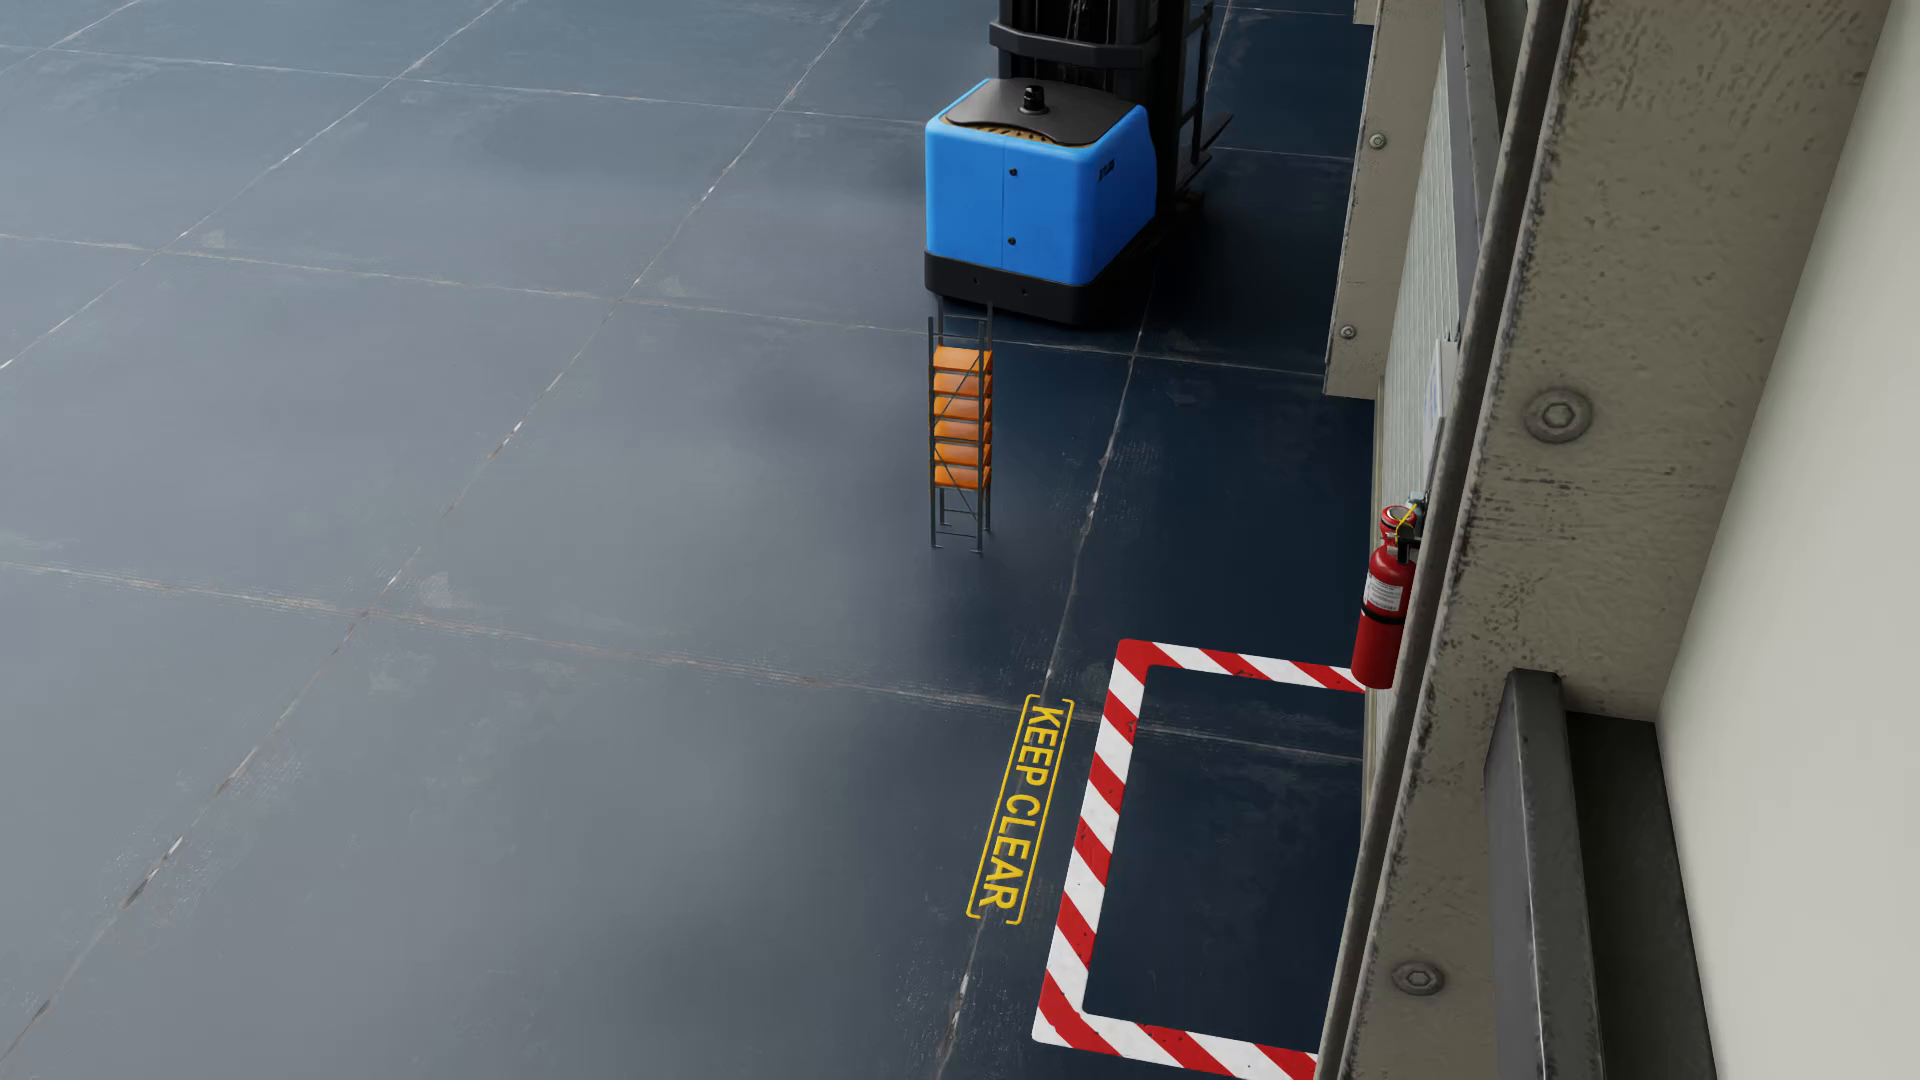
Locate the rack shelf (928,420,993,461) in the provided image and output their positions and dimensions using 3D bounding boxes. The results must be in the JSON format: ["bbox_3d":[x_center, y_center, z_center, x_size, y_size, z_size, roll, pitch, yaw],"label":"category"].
[{"bbox_3d":[0.003,-0.458,7.435,0.258,0.103,0.180,7,37,10],"label":"rack shelf"}]

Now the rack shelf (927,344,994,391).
[{"bbox_3d":[0.003,-0.750,7.224,0.258,0.103,0.180,7,37,10],"label":"rack shelf"}]

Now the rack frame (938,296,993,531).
[{"bbox_3d":[0.023,-0.547,7.482,0.240,1.200,0.006,7,37,10],"label":"rack frame"}]

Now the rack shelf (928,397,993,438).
[{"bbox_3d":[0.003,-0.555,7.365,0.258,0.103,0.180,7,37,10],"label":"rack shelf"}]

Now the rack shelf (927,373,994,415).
[{"bbox_3d":[0.003,-0.652,7.295,0.258,0.103,0.180,7,37,10],"label":"rack shelf"}]

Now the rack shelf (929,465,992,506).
[{"bbox_3d":[0.003,-0.264,7.576,0.258,0.103,0.180,7,37,10],"label":"rack shelf"}]

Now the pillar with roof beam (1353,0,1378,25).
[{"bbox_3d":[-0.808,-8.491,11.797,9.100,9.000,0.400,7,37,10],"label":"pillar with roof beam"}]

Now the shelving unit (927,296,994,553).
[{"bbox_3d":[0.003,-0.494,7.409,0.258,1.200,0.189,7,37,10],"label":"shelving unit"}]

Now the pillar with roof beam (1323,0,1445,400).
[{"bbox_3d":[-2.090,-5.051,7.051,9.100,9.000,0.400,7,37,10],"label":"pillar with roof beam"}]

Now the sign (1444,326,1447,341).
[{"bbox_3d":[1.609,-0.586,5.520,0.001,0.109,0.331,7,37,10],"label":"sign"}]

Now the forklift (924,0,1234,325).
[{"bbox_3d":[0.905,-3.240,9.723,1.130,2.935,3.031,16,39,21],"label":"forklift"}]

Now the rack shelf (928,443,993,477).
[{"bbox_3d":[0.003,-0.361,7.506,0.258,0.103,0.180,7,37,10],"label":"rack shelf"}]

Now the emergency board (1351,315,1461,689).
[{"bbox_3d":[1.400,-0.054,5.269,0.194,1.169,0.643,7,37,10],"label":"emergency board"}]

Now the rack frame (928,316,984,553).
[{"bbox_3d":[-0.016,-0.442,7.337,0.240,1.200,0.006,7,37,10],"label":"rack frame"}]
